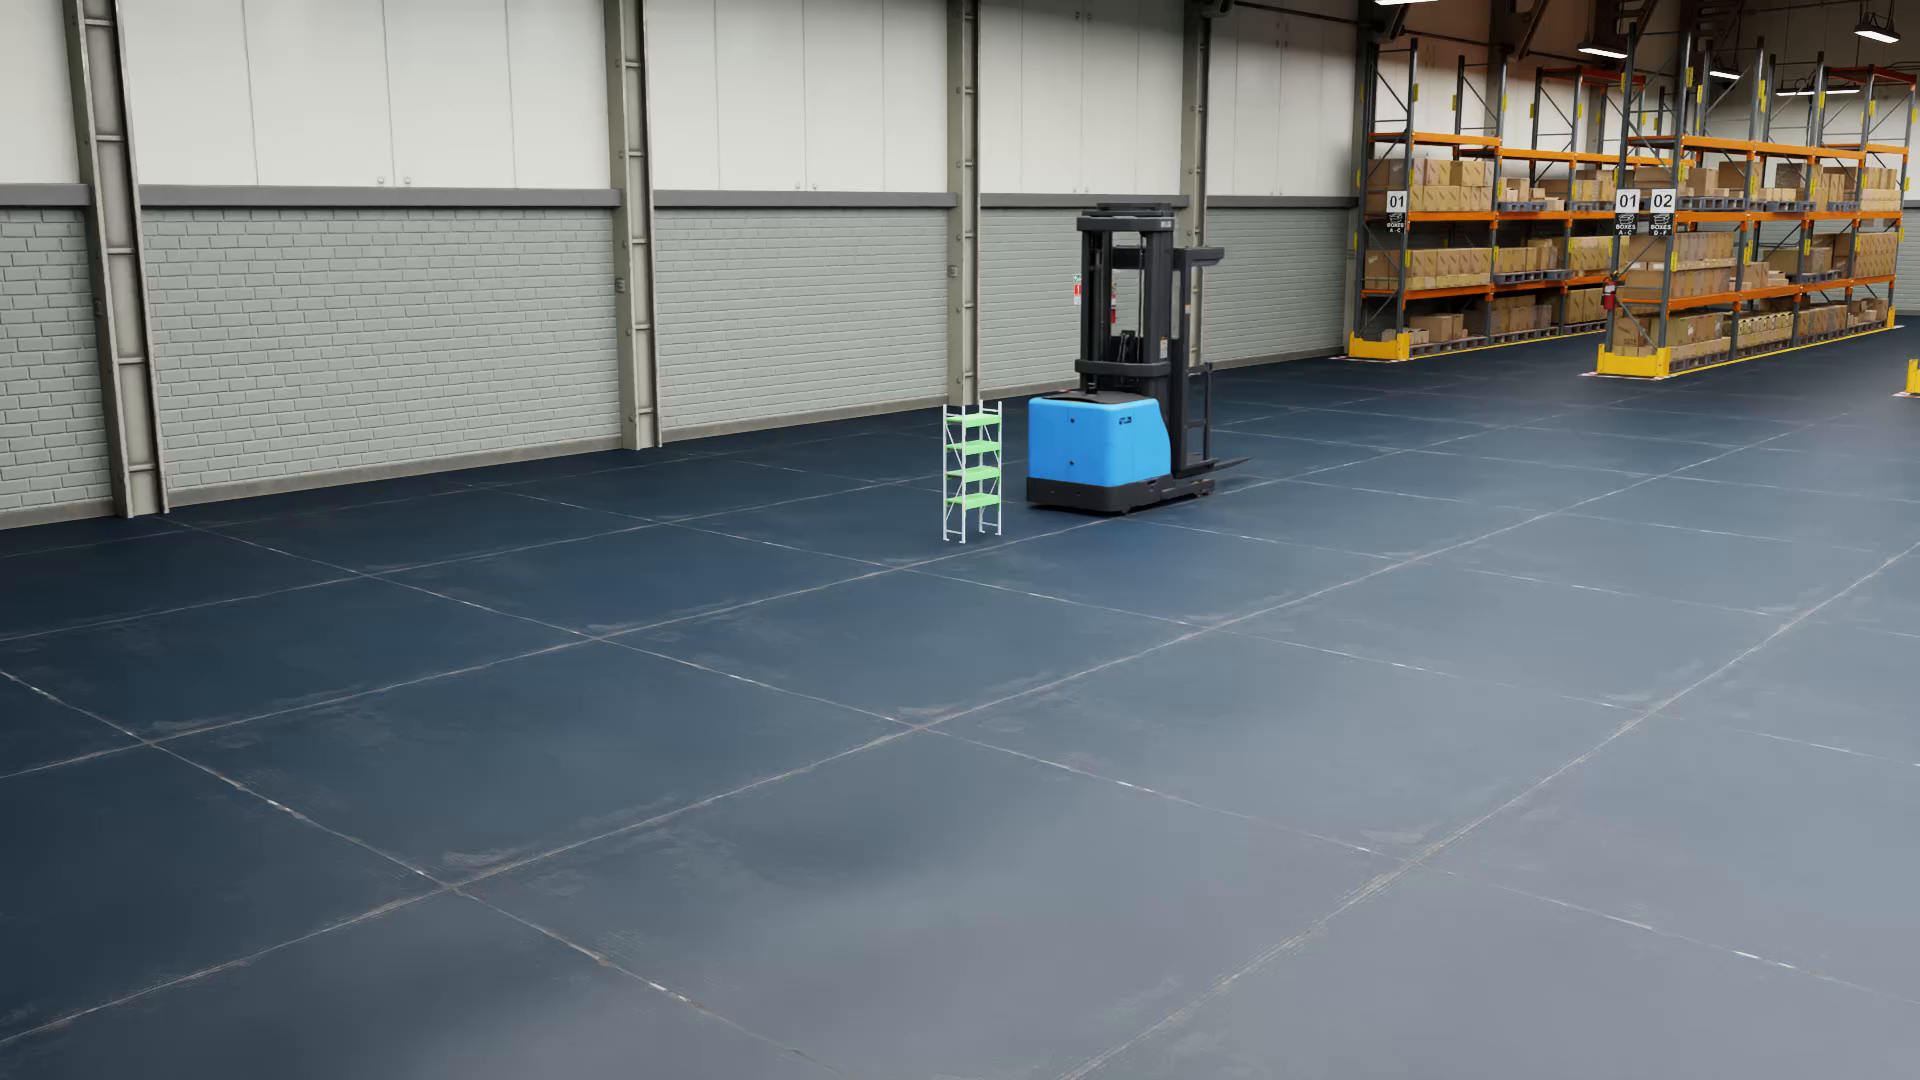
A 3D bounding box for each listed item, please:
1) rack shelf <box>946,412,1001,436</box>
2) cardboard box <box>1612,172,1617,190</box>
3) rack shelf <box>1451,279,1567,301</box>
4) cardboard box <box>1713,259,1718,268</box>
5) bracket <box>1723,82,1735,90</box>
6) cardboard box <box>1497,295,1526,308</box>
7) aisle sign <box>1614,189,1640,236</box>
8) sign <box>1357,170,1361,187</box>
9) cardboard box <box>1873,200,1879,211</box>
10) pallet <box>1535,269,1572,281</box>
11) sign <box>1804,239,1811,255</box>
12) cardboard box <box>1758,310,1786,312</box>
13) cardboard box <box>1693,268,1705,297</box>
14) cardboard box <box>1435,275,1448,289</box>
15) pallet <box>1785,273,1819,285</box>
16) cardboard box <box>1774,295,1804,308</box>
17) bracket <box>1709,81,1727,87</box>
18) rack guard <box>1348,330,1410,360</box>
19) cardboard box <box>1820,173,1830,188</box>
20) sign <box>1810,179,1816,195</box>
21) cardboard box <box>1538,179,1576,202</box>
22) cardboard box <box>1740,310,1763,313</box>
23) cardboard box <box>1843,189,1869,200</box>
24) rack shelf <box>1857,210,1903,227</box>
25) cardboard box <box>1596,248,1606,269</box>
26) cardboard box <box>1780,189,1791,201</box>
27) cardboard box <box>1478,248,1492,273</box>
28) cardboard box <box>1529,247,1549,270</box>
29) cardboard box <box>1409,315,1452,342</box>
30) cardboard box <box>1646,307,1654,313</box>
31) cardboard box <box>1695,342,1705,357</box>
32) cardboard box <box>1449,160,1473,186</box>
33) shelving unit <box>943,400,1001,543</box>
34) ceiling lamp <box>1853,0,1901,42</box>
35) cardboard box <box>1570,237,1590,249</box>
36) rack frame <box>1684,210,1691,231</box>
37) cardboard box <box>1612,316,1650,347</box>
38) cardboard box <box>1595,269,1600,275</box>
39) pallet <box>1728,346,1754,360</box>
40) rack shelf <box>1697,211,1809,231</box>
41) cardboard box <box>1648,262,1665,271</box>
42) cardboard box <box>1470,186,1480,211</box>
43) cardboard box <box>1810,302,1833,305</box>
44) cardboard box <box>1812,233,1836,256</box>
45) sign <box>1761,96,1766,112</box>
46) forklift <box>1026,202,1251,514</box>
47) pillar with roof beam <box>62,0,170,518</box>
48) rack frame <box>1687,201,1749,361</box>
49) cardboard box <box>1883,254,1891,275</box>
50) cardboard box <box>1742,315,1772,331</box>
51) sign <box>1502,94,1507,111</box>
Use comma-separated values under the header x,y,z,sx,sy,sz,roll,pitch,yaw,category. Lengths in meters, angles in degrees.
x,y,z,sx,sy,sz,roll,pitch,yaw,category
0.109,-1.021,14.634,0.258,0.148,0.480,10,15,40,rack shelf
16.371,-8.961,41.402,0.500,0.500,0.500,10,15,40,cardboard box
12.124,-5.573,36.790,1.077,0.370,4.000,10,15,40,rack shelf
13.836,-5.141,30.882,0.380,0.149,0.250,10,15,40,cardboard box
21.963,-12.977,47.516,0.235,0.232,0.430,10,15,40,bracket
12.249,-5.313,36.996,0.500,0.250,0.500,10,15,40,cardboard box
11.623,-5.706,28.983,0.394,0.787,0.004,10,15,40,aisle sign
7.760,-7.023,32.294,0.100,0.325,0.005,10,15,40,sign
20.979,-7.752,38.588,0.500,0.250,0.500,10,15,40,cardboard box
13.054,-6.007,37.618,1.213,0.211,1.003,10,15,40,pallet
17.587,-6.076,34.519,0.100,0.325,0.005,10,15,40,sign
17.609,-4.738,36.032,0.500,0.500,0.500,11,15,43,cardboard box
13.225,-4.747,30.564,0.700,0.500,0.500,10,15,42,cardboard box
9.397,-5.162,33.230,0.500,0.250,0.500,9,15,39,cardboard box
17.563,-5.595,35.553,1.213,0.211,1.003,10,15,40,pallet
18.315,-5.265,36.759,0.500,0.250,0.500,9,15,39,cardboard box
21.573,-12.890,47.081,0.076,0.066,3.189,10,15,40,bracket
8.214,-3.828,32.601,1.175,0.500,0.348,10,15,40,rack guard
18.542,-7.682,36.274,0.600,0.600,0.600,9,14,38,cardboard box
17.579,-7.270,34.272,0.100,0.325,0.005,10,15,40,sign
13.715,-8.033,38.234,0.700,0.500,0.500,8,14,36,cardboard box
16.602,-4.673,34.967,0.500,0.311,0.500,10,15,42,cardboard box
20.316,-7.850,37.805,0.500,0.250,0.500,10,15,40,cardboard box
21.128,-7.581,39.186,1.077,0.370,4.000,10,15,40,rack shelf
14.976,-6.689,39.478,0.500,0.500,0.500,10,15,42,cardboard box
16.578,-7.030,33.901,0.500,0.250,0.500,10,15,42,cardboard box
10.724,-5.826,34.638,0.500,0.500,0.500,10,15,40,cardboard box
12.793,-6.328,37.358,0.700,0.500,0.500,8,14,35,cardboard box
9.586,-4.308,33.881,0.700,0.500,0.500,9,14,37,cardboard box
17.330,-6.034,42.572,0.700,0.500,0.500,10,15,42,cardboard box
13.399,-3.531,30.679,0.500,0.250,0.500,10,15,40,cardboard box
9.986,-7.382,33.497,0.500,0.500,0.500,9,14,38,cardboard box
0.109,-0.613,14.716,0.258,1.200,0.503,10,15,40,shelving unit
16.466,-10.426,29.032,0.800,3.185,2.000,10,15,40,ceiling lamp
14.292,-6.905,38.643,0.500,0.250,0.500,9,15,40,cardboard box
18.725,-7.397,44.086,1.000,3.000,0.127,10,15,40,rack frame
12.017,-3.745,29.839,0.500,0.500,0.500,10,15,40,cardboard box
15.019,-6.390,39.634,0.380,0.149,0.250,10,15,42,cardboard box
14.984,-3.737,32.884,1.003,0.211,1.213,10,15,40,pallet
15.848,-6.404,33.293,1.077,0.370,4.000,10,15,40,rack shelf
12.308,-4.800,29.173,0.380,0.149,0.250,10,15,40,cardboard box
10.313,-6.982,34.045,0.500,0.500,0.500,8,14,36,cardboard box
19.971,-5.279,38.741,0.500,0.500,0.500,10,15,40,cardboard box
19.948,-6.816,38.368,0.500,0.500,0.500,10,15,41,cardboard box
16.754,-9.087,34.647,0.100,0.325,0.005,10,15,40,sign
1.957,-1.920,16.841,1.130,2.935,3.031,9,14,38,forklift
-4.633,-4.112,12.323,9.100,9.000,0.400,10,15,40,pillar with roof beam
14.527,-4.991,32.043,1.000,3.000,0.127,10,15,40,rack frame
22.018,-6.628,39.982,0.500,0.500,0.500,10,15,41,cardboard box
16.001,-4.379,33.493,0.500,0.311,0.500,10,15,42,cardboard box
11.199,-8.997,34.195,0.100,0.325,0.005,10,15,40,sign
